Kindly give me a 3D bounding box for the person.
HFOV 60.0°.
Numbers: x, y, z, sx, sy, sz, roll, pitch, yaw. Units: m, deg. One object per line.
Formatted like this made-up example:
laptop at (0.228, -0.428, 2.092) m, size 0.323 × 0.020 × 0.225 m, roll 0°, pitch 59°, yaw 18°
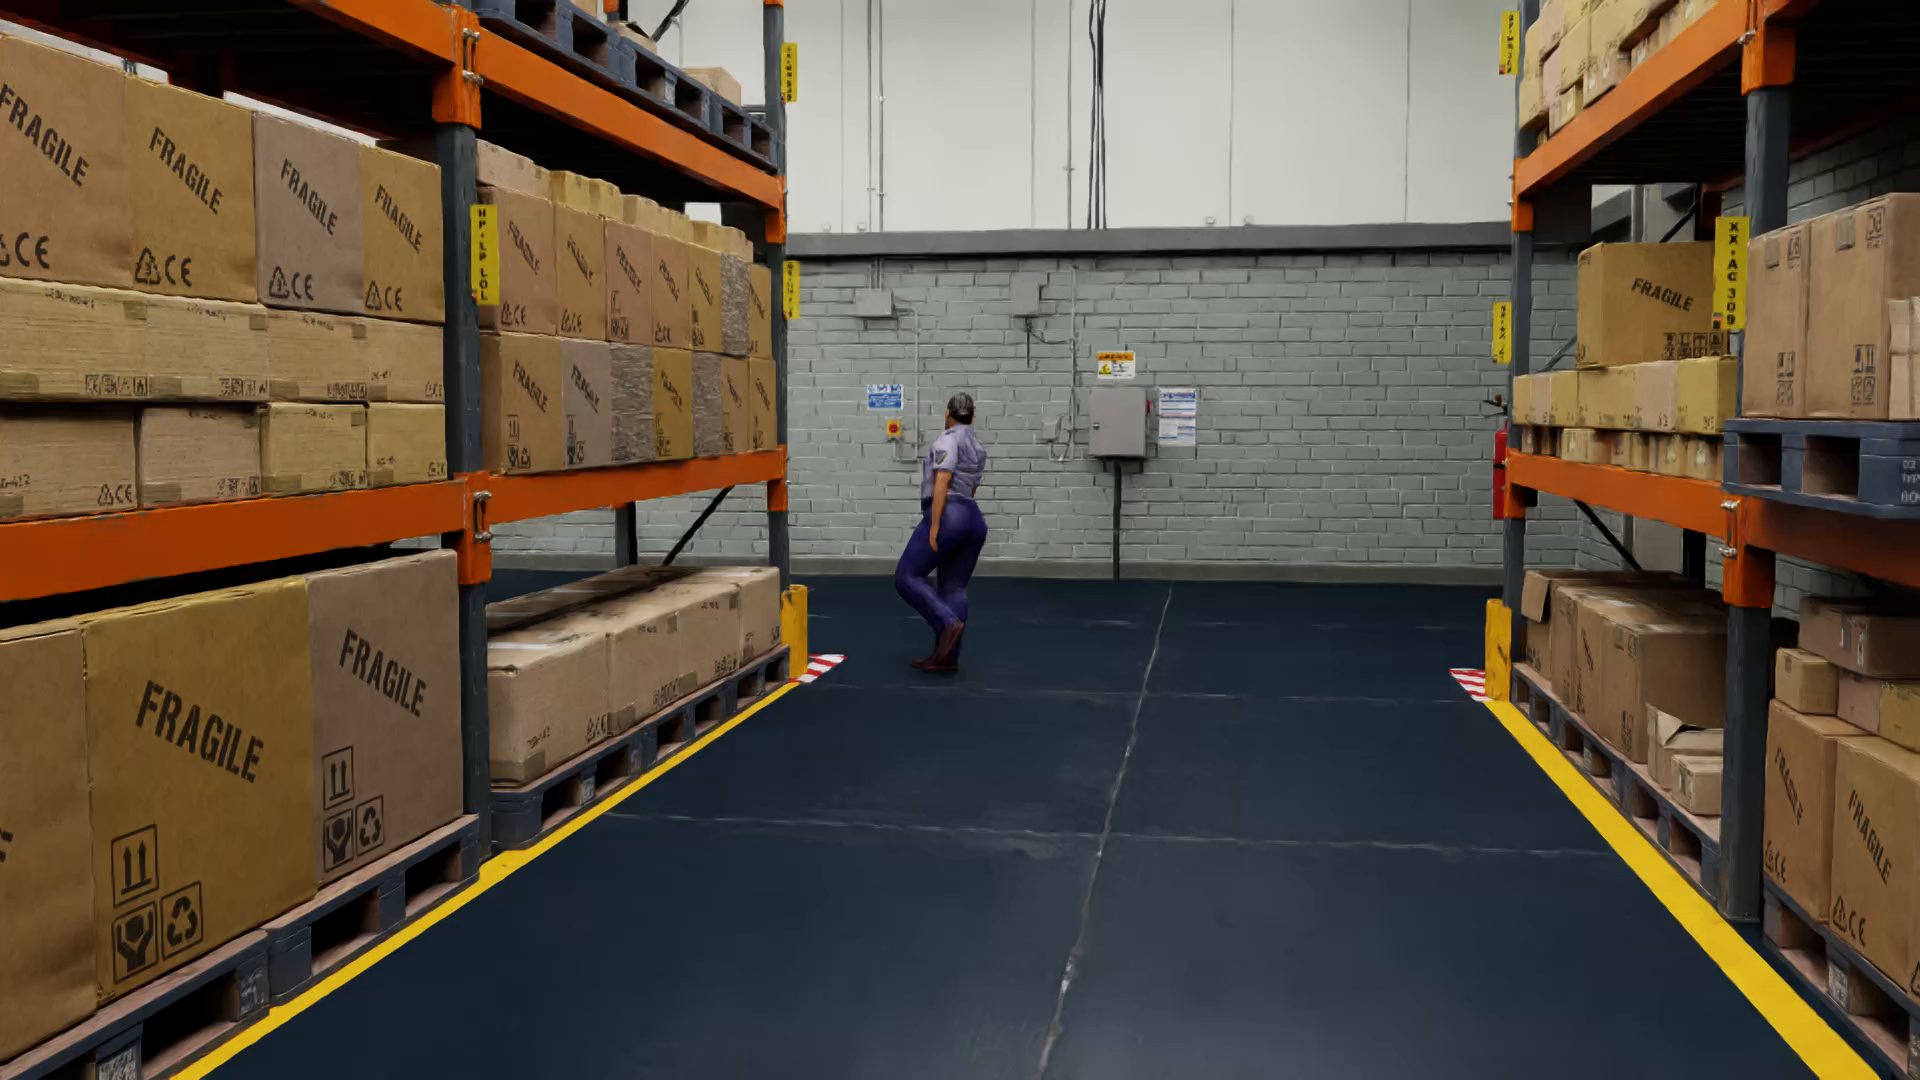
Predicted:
person at (-0.059, -0.054, 9.692) m, size 0.493 × 1.604 × 0.660 m, roll 3°, pitch 6°, yaw 35°
